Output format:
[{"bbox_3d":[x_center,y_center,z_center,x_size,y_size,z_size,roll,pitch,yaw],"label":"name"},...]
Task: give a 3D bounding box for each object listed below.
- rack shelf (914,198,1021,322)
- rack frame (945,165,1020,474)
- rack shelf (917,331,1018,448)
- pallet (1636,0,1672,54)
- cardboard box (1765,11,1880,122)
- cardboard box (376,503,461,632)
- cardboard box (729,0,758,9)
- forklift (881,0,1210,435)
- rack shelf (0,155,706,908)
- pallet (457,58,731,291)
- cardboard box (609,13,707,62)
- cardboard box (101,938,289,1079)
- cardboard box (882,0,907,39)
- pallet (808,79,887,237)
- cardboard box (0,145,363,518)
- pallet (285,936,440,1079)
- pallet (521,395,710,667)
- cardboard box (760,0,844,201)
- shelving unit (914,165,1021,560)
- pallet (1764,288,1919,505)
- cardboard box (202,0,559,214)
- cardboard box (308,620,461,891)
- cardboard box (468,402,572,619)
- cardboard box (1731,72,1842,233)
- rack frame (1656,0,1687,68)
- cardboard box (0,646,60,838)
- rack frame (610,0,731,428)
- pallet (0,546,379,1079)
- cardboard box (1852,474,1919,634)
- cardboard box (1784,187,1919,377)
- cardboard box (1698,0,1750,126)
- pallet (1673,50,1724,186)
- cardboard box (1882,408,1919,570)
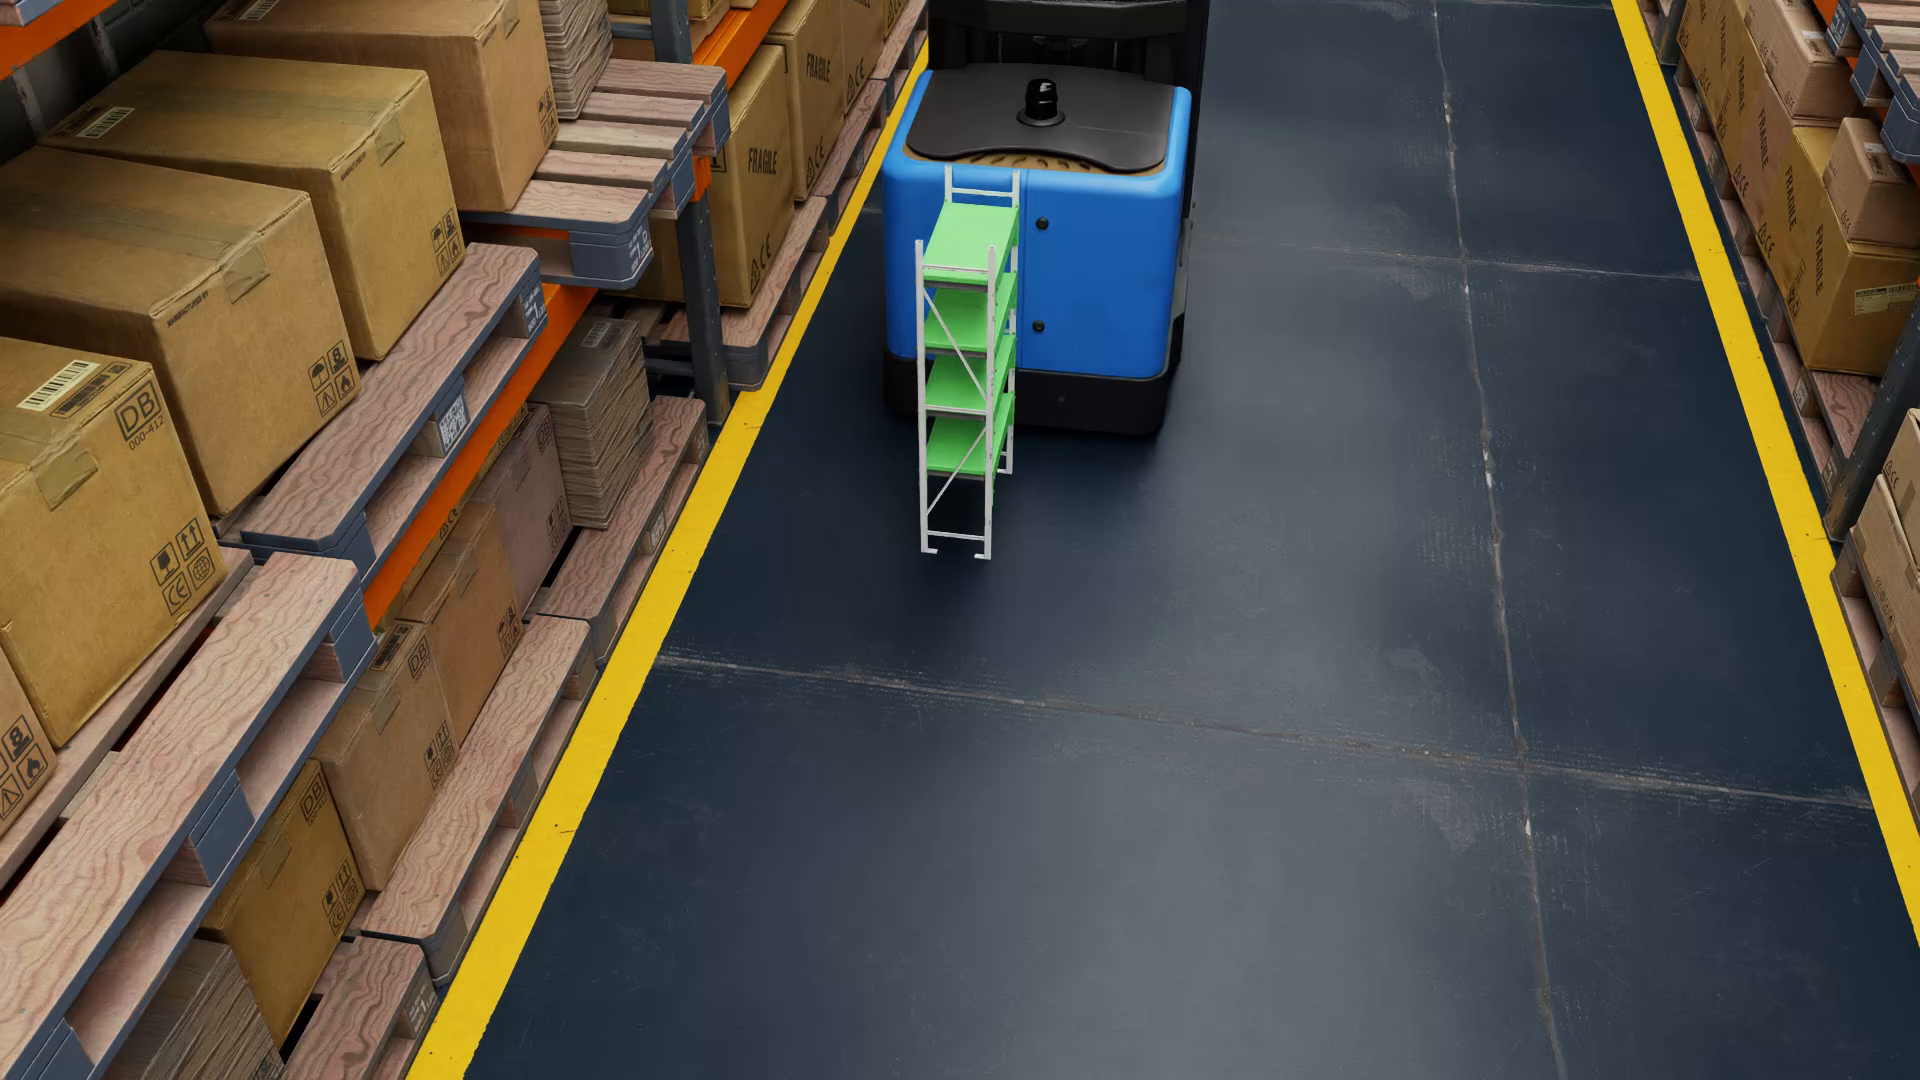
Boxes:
[{"bbox_3d":[0.029,-0.887,5.228,0.258,0.148,0.480,6,40,8],"label":"rack shelf"},{"bbox_3d":[0.071,-0.719,5.679,0.240,1.200,0.015,6,40,8],"label":"rack frame"},{"bbox_3d":[0.029,-0.517,5.534,0.258,0.148,0.480,6,40,8],"label":"rack shelf"},{"bbox_3d":[4.314,-2.994,9.206,1.003,0.211,1.213,6,40,8],"label":"pallet"},{"bbox_3d":[3.611,-1.914,6.739,0.500,0.250,0.500,6,40,7],"label":"cardboard box"},{"bbox_3d":[-1.696,-0.035,4.466,0.500,0.250,0.500,6,40,7],"label":"cardboard box"},{"bbox_3d":[-0.911,-2.078,6.091,0.380,0.149,0.250,8,40,9],"label":"cardboard box"},{"bbox_3d":[0.456,-2.455,6.419,1.130,2.935,3.031,6,40,7],"label":"forklift"},{"bbox_3d":[-1.724,-0.139,4.129,1.077,0.370,4.000,6,40,8],"label":"rack shelf"},{"bbox_3d":[-1.396,-1.139,4.924,1.213,0.211,1.003,6,40,8],"label":"pallet"},{"bbox_3d":[-1.093,-1.764,5.711,0.380,0.149,0.250,6,40,7],"label":"cardboard box"},{"bbox_3d":[-1.959,1.169,3.599,0.700,0.500,0.500,8,40,9],"label":"cardboard box"},{"bbox_3d":[-0.670,-3.093,8.495,0.750,0.750,0.750,7,40,8],"label":"cardboard box"},{"bbox_3d":[-0.954,-1.847,7.818,1.003,0.211,1.213,6,40,8],"label":"pallet"},{"bbox_3d":[-1.761,-0.452,3.519,0.700,0.500,0.500,12,41,14],"label":"cardboard box"},{"bbox_3d":[-1.937,1.425,3.861,1.003,0.211,1.213,6,40,8],"label":"pallet"},{"bbox_3d":[-1.515,-0.107,5.714,1.003,0.211,1.213,6,40,8],"label":"pallet"},{"bbox_3d":[-0.963,-2.001,7.174,0.750,0.750,0.750,6,40,7],"label":"cardboard box"},{"bbox_3d":[0.029,-0.566,5.493,0.258,1.200,0.503,6,40,8],"label":"shelving unit"},{"bbox_3d":[3.668,-0.518,6.210,1.003,0.211,1.213,6,40,8],"label":"pallet"},{"bbox_3d":[-1.519,-1.230,4.460,0.700,0.500,0.500,3,40,3],"label":"cardboard box"},{"bbox_3d":[-1.791,0.523,4.380,0.700,0.500,0.500,7,40,8],"label":"cardboard box"},{"bbox_3d":[-1.655,-0.110,5.145,0.700,0.500,0.500,6,40,8],"label":"cardboard box"},{"bbox_3d":[3.607,-1.602,6.950,0.500,0.500,0.500,5,40,6],"label":"cardboard box"},{"bbox_3d":[4.194,-3.638,7.796,1.000,3.000,0.127,6,40,8],"label":"rack frame"},{"bbox_3d":[-1.948,0.315,2.591,0.700,0.500,0.500,7,40,8],"label":"cardboard box"},{"bbox_3d":[-1.378,-1.672,5.418,1.000,3.000,0.127,6,40,8],"label":"rack frame"},{"bbox_3d":[-1.794,0.449,3.004,1.003,0.211,1.213,6,40,8],"label":"pallet"},{"bbox_3d":[3.122,0.066,5.144,0.500,0.250,0.500,6,40,8],"label":"cardboard box"},{"bbox_3d":[3.432,-0.947,6.158,0.500,0.500,0.500,8,40,9],"label":"cardboard box"},{"bbox_3d":[3.789,-2.232,7.712,0.500,0.500,0.500,7,40,8],"label":"cardboard box"},{"bbox_3d":[4.090,-2.049,8.063,1.003,0.211,1.213,6,40,8],"label":"pallet"},{"bbox_3d":[3.122,-0.150,4.965,0.500,0.311,0.500,8,40,9],"label":"cardboard box"}]
